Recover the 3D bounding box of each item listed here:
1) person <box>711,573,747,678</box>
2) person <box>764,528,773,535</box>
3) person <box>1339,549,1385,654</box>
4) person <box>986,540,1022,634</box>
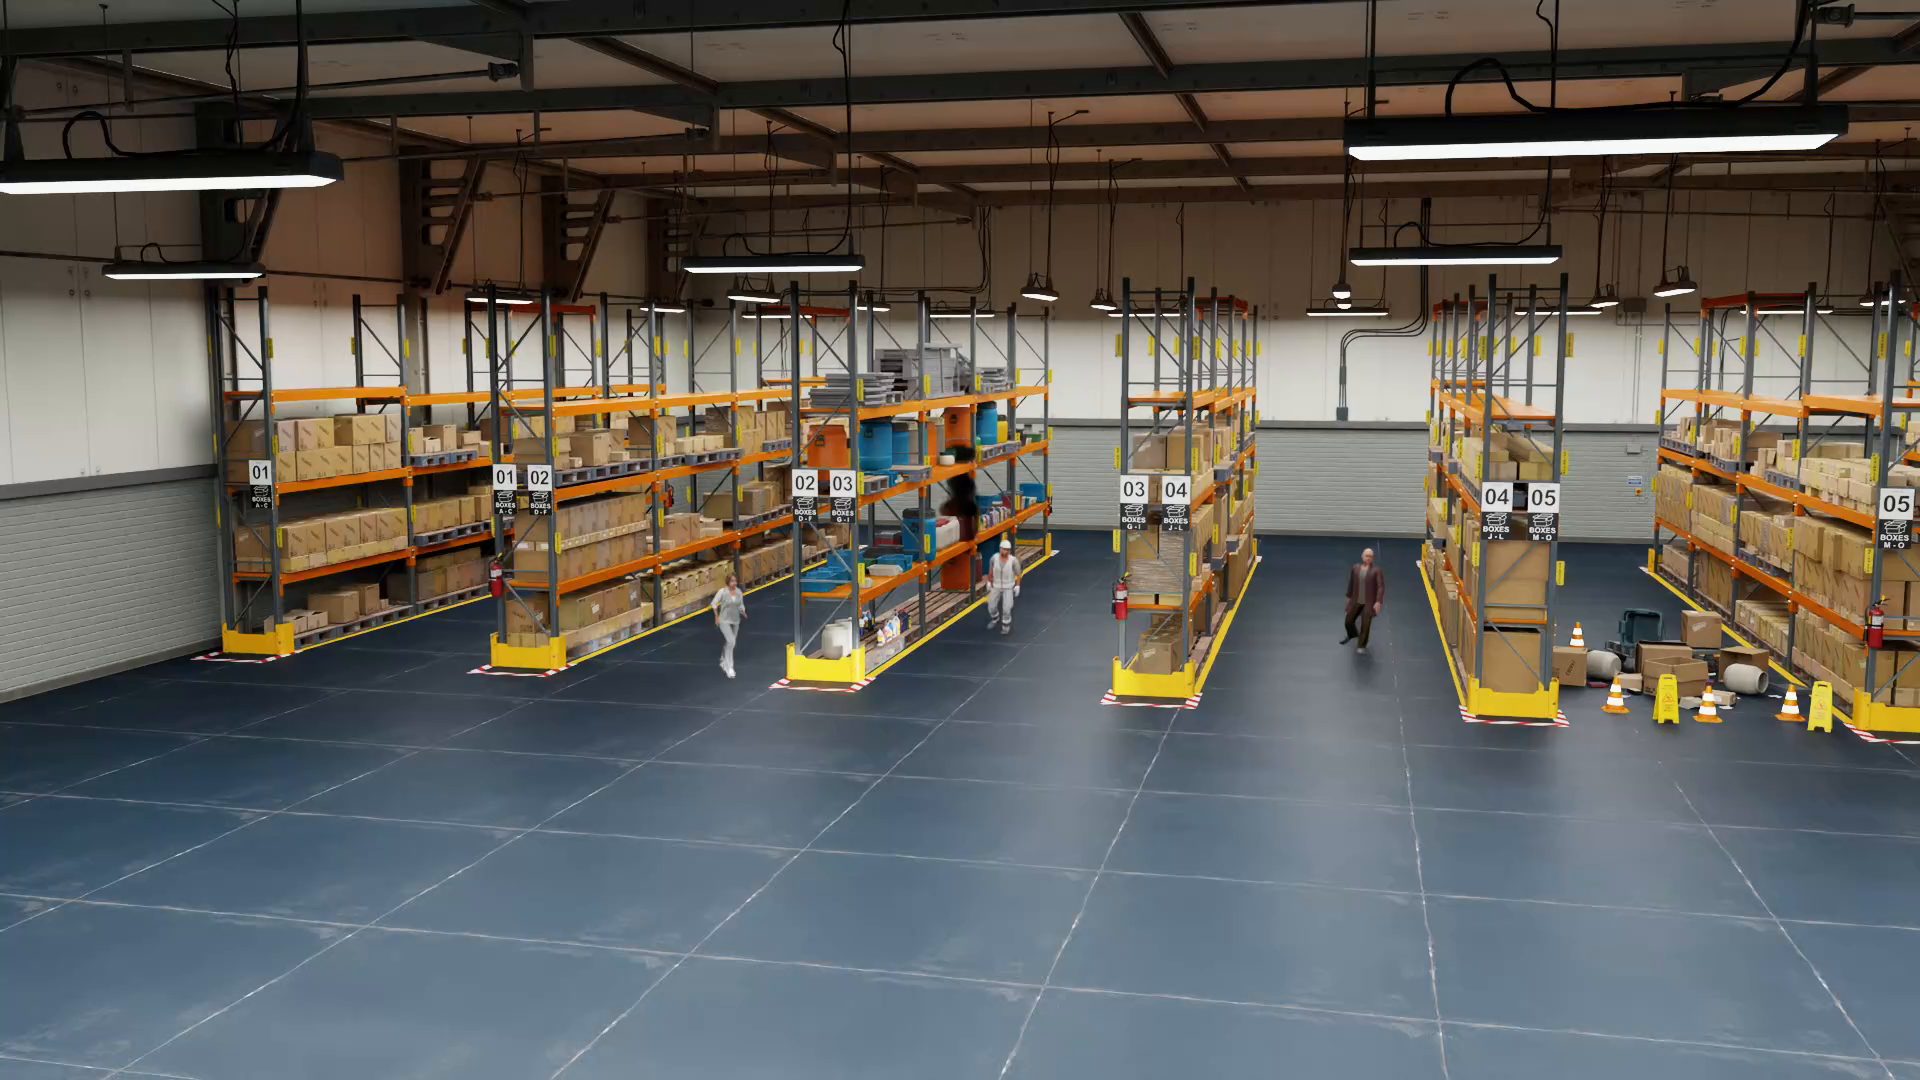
[{"bbox_3d":[-3.527,1.303,25.474,0.440,1.621,0.798,-5,8,-38],"label":"person"},{"bbox_3d":[-4.971,-0.820,44.014,0.701,1.564,0.543,-6,9,-42],"label":"person"},{"bbox_3d":[6.617,0.995,27.365,0.817,1.736,0.612,4,8,32],"label":"person"},{"bbox_3d":[0.757,0.818,29.007,0.679,1.690,0.684,2,7,13],"label":"person"}]
